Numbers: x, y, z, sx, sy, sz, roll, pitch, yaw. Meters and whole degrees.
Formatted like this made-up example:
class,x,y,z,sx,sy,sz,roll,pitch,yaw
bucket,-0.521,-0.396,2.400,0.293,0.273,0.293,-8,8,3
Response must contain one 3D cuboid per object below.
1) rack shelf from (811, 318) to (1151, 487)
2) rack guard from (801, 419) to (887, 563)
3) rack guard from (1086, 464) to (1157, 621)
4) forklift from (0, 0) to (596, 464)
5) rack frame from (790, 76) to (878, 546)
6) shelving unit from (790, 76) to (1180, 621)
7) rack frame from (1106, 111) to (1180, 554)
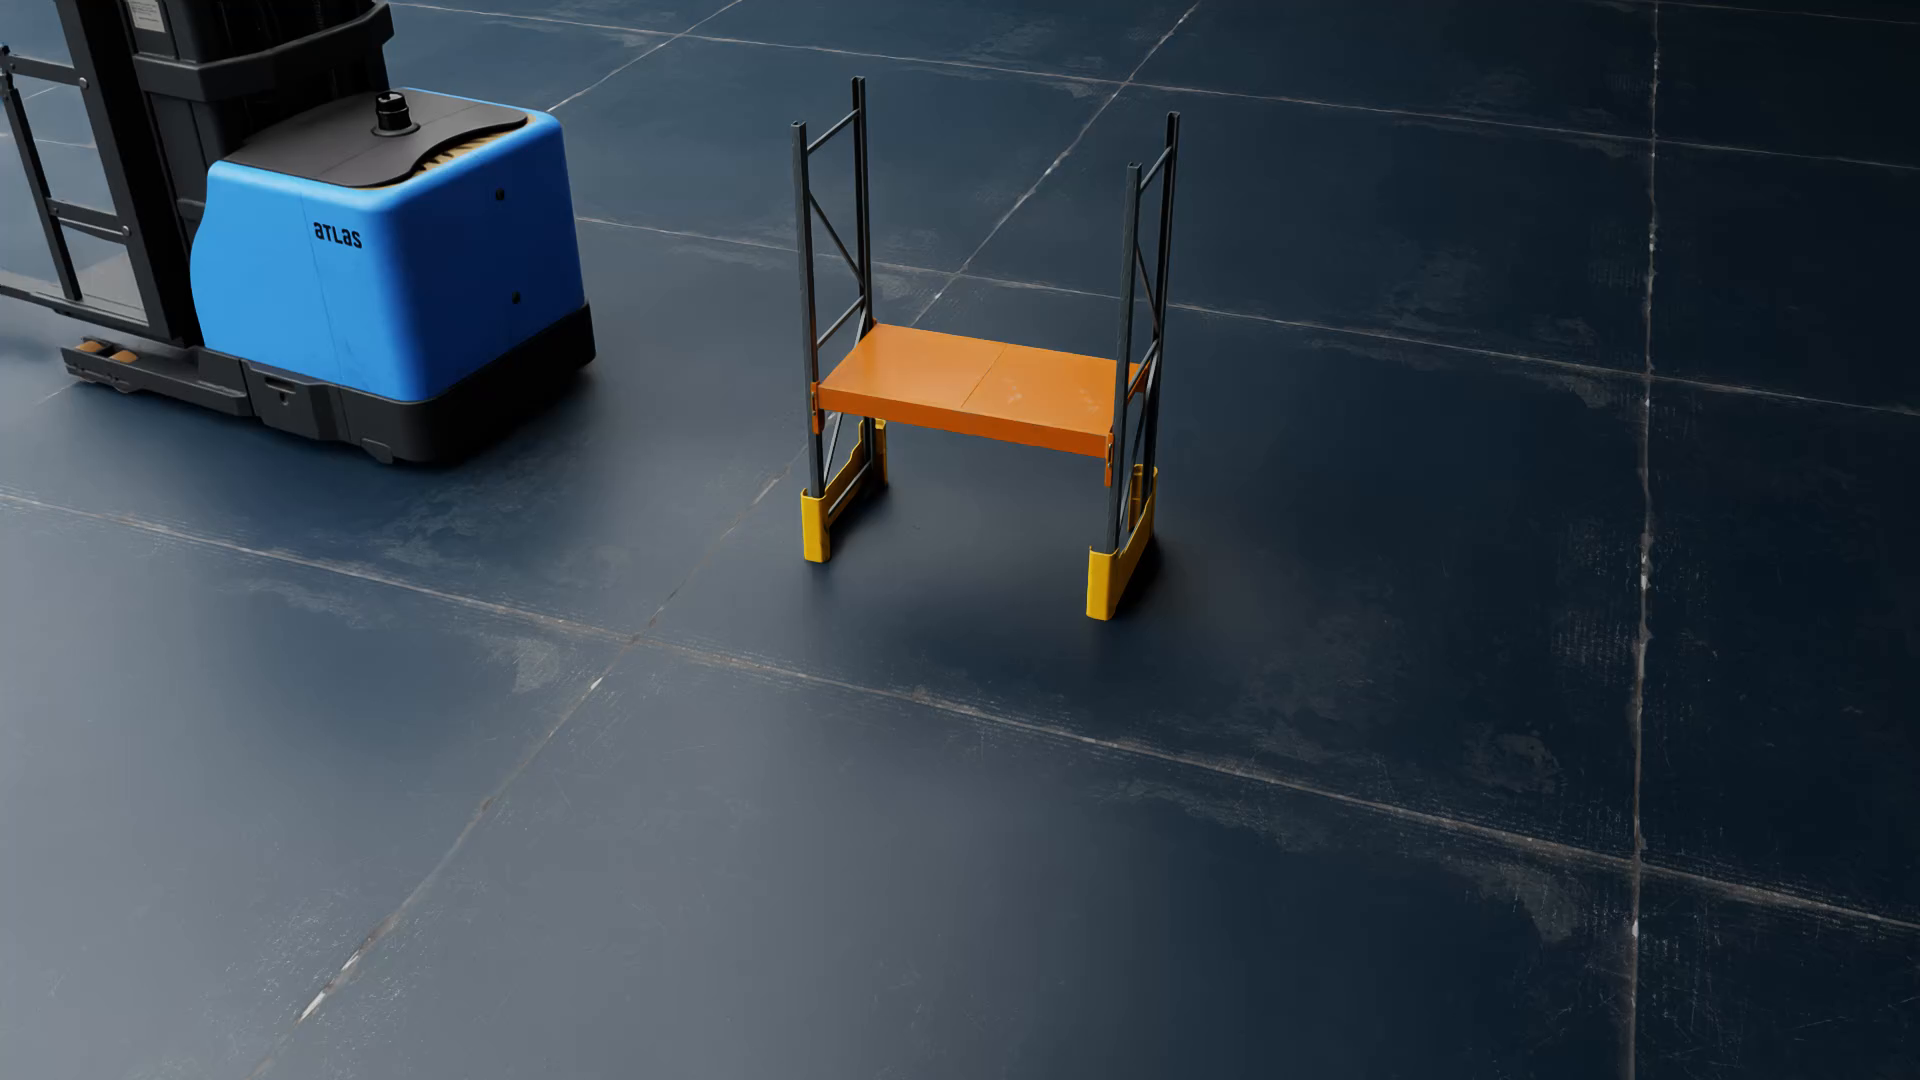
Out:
class,x,y,z,sx,sy,sz,roll,pitch,yaw
rack shelf,0.080,-0.463,5.417,1.000,0.185,0.538,11,34,16
rack guard,-0.397,-0.182,5.802,0.087,0.250,0.587,11,34,16
rack guard,0.541,0.000,5.519,0.087,0.250,0.587,11,34,16
forklift,-3.037,-2.057,6.234,3.031,2.935,1.130,15,36,22
rack frame,-0.398,-0.707,5.463,0.032,1.500,0.500,11,34,16
shelving unit,0.072,-0.616,5.322,1.083,1.500,0.587,11,34,16
rack frame,0.559,-0.521,5.175,0.032,1.500,0.500,11,34,16
